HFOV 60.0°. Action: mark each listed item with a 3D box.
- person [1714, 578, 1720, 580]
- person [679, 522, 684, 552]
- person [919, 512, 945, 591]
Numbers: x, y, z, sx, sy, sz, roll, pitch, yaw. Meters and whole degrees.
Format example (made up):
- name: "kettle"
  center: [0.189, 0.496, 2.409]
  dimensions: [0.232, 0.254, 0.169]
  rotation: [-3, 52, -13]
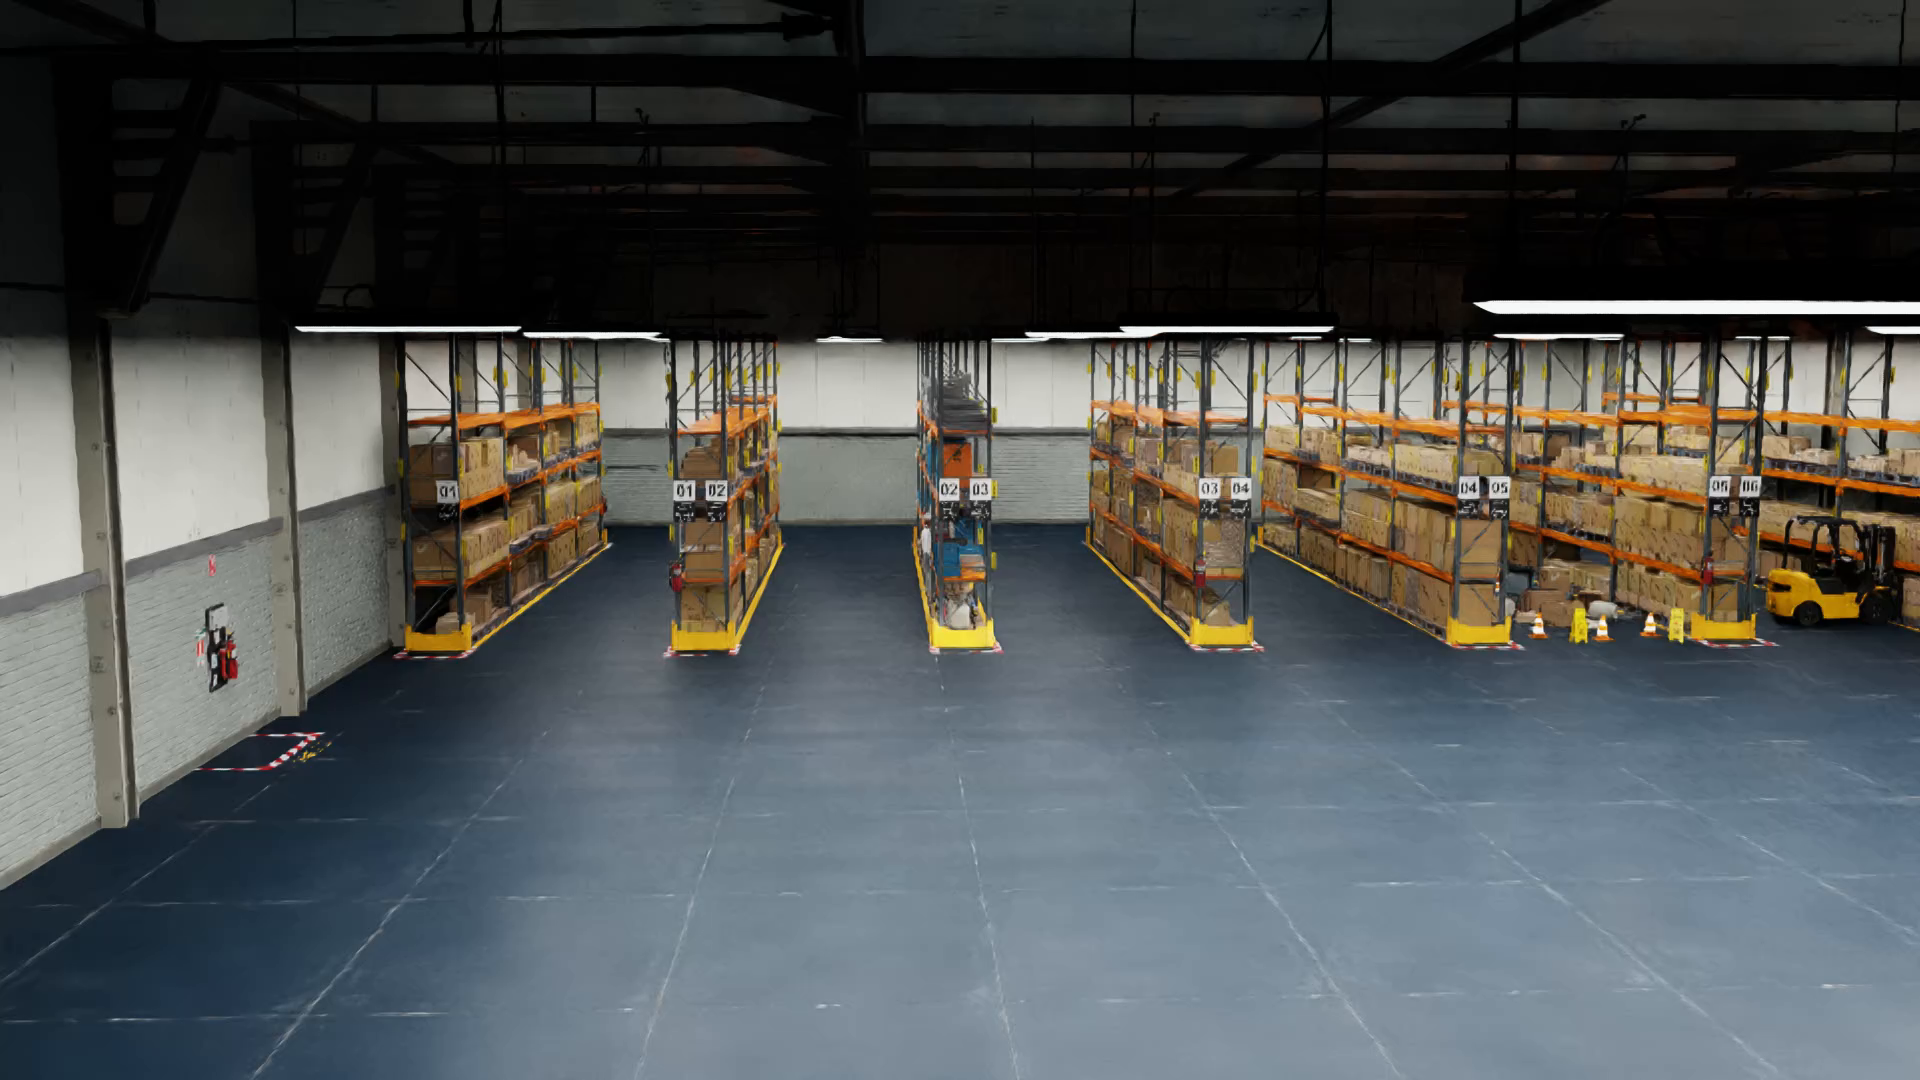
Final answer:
- name: "person"
  center: [17.940, 0.206, 39.821]
  dimensions: [0.558, 1.638, 0.572]
  rotation: [3, 7, 21]
- name: "person"
  center: [-7.703, -0.523, 45.820]
  dimensions: [0.384, 1.674, 0.561]
  rotation: [-2, 7, -19]
- name: "person"
  center: [-0.616, 0.253, 36.566]
  dimensions: [0.493, 1.761, 0.643]
  rotation: [-3, 7, -23]
